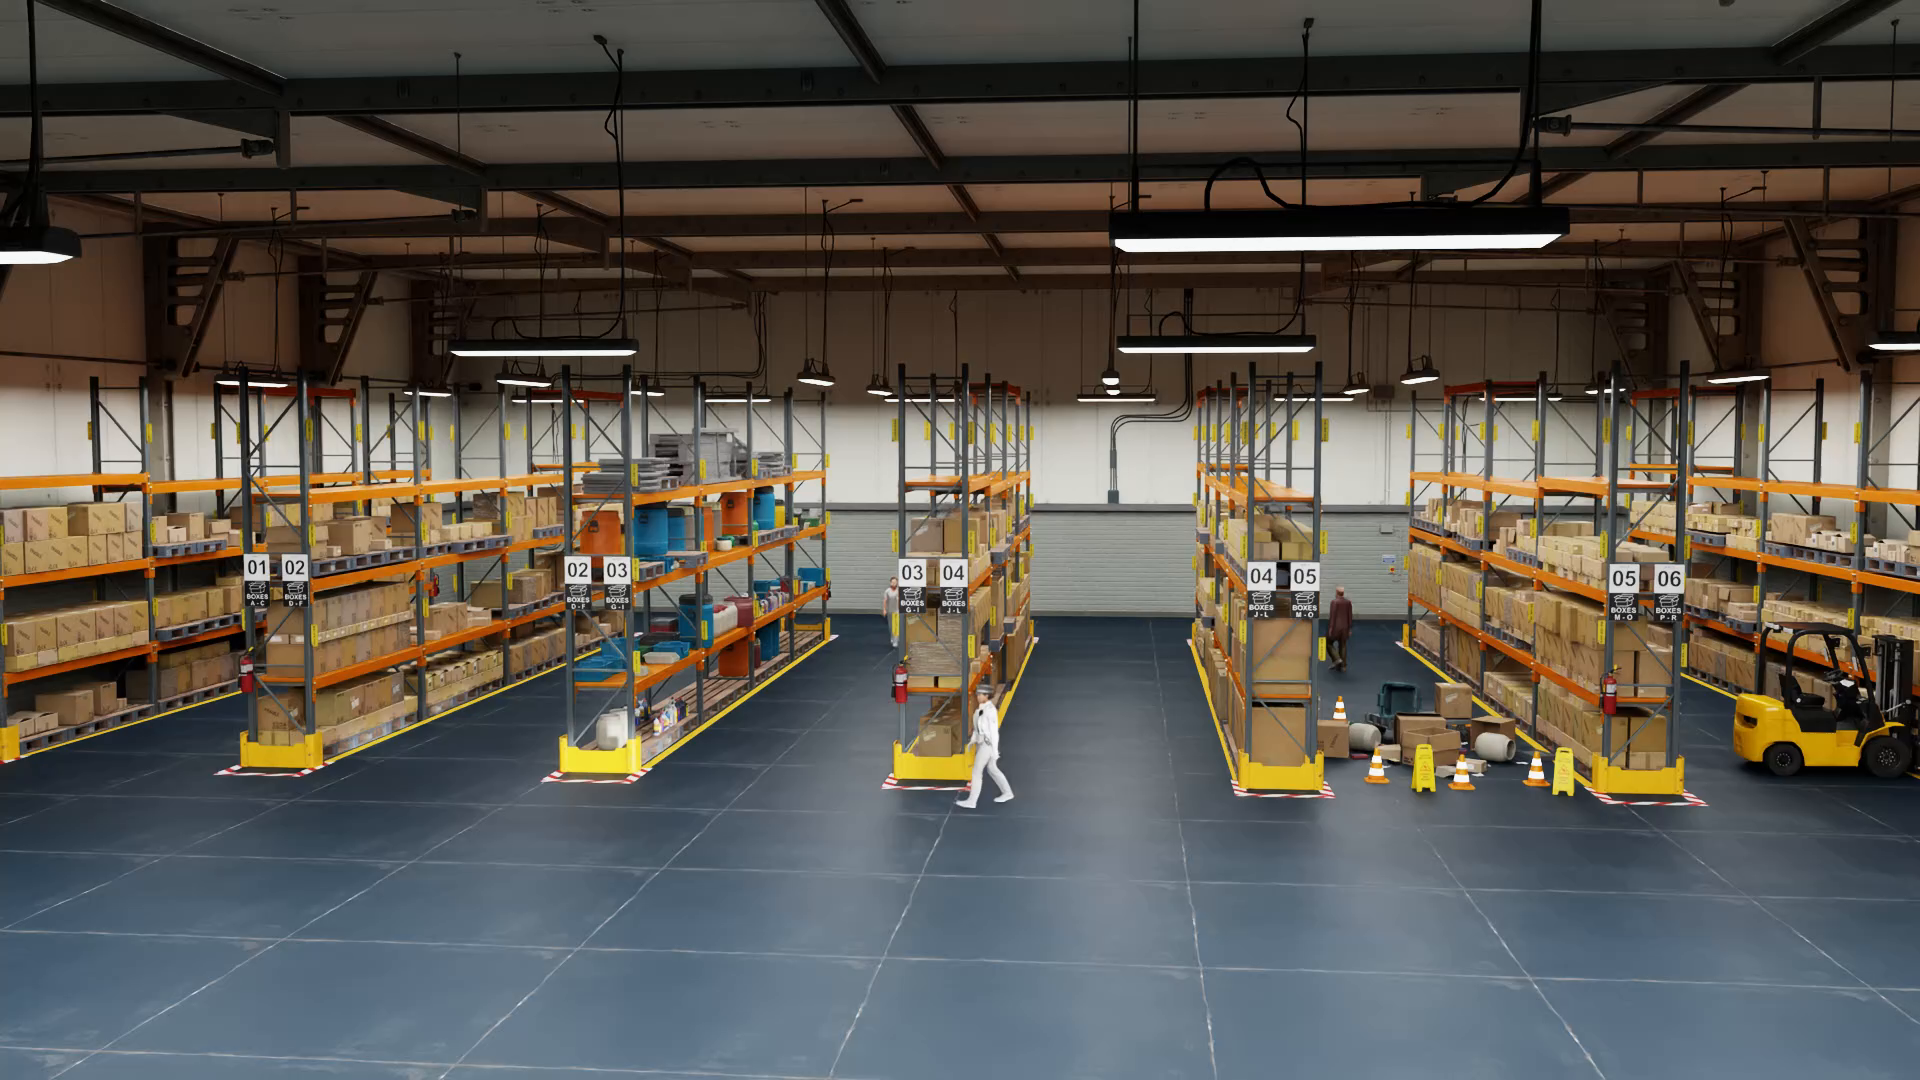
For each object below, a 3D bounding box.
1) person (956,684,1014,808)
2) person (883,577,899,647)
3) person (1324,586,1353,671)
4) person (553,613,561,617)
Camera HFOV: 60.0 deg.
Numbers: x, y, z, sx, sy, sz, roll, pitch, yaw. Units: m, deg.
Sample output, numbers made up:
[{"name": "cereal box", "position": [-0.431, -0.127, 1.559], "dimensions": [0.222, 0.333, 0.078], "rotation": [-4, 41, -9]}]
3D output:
[{"name": "person", "position": [0.332, 2.749, 22.331], "dimensions": [0.840, 1.645, 0.477], "rotation": [-1, 4, -10]}, {"name": "person", "position": [-1.567, 1.678, 39.064], "dimensions": [0.472, 1.612, 1.082], "rotation": [0, 4, 3]}, {"name": "person", "position": [8.002, 1.866, 35.007], "dimensions": [0.638, 1.773, 0.532], "rotation": [-2, 4, -25]}, {"name": "person", "position": [-10.990, 1.228, 45.206], "dimensions": [0.546, 1.703, 0.665], "rotation": [-3, 5, -44]}]
